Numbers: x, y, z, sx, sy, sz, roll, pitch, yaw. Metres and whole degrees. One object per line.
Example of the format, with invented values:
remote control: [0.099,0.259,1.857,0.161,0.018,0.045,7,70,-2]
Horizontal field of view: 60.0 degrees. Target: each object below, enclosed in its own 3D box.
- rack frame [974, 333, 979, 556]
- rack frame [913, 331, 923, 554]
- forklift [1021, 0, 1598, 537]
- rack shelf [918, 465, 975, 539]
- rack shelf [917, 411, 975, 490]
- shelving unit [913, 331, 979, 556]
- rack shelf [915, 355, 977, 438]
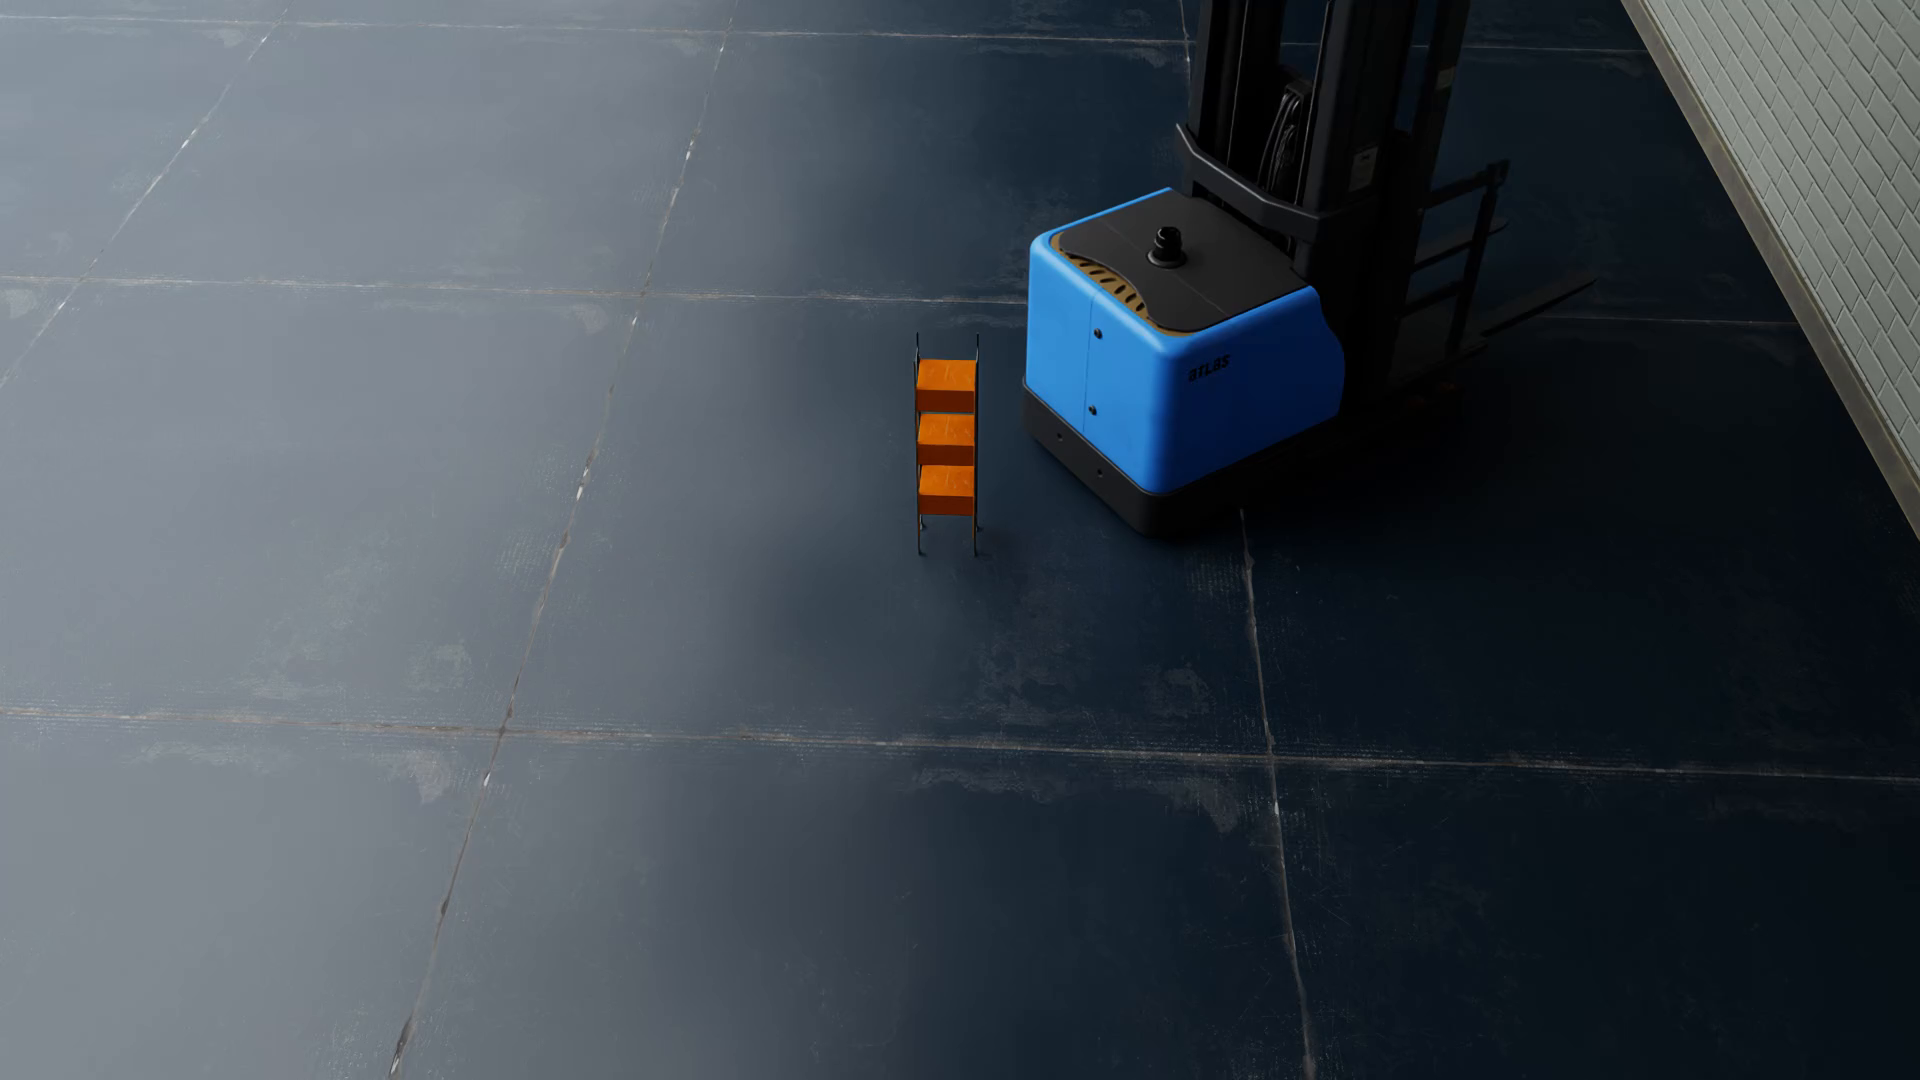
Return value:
rack frame: [0.068,-0.382,6.975,0.008,1.050,0.200,2,43,2]
rack frame: [-0.175,-0.390,6.983,0.008,1.050,0.200,2,43,2]
forklift: [1.800,-1.871,7.193,3.031,2.935,1.130,-24,48,-24]
rack shelf: [-0.053,-0.175,7.176,0.240,0.259,0.215,2,43,2]
rack shelf: [-0.053,-0.378,6.987,0.240,0.259,0.215,2,43,2]
shelving unit: [-0.053,-0.386,6.979,0.252,1.050,0.215,2,43,2]
rack shelf: [-0.053,-0.586,6.793,0.240,0.259,0.215,2,43,2]
